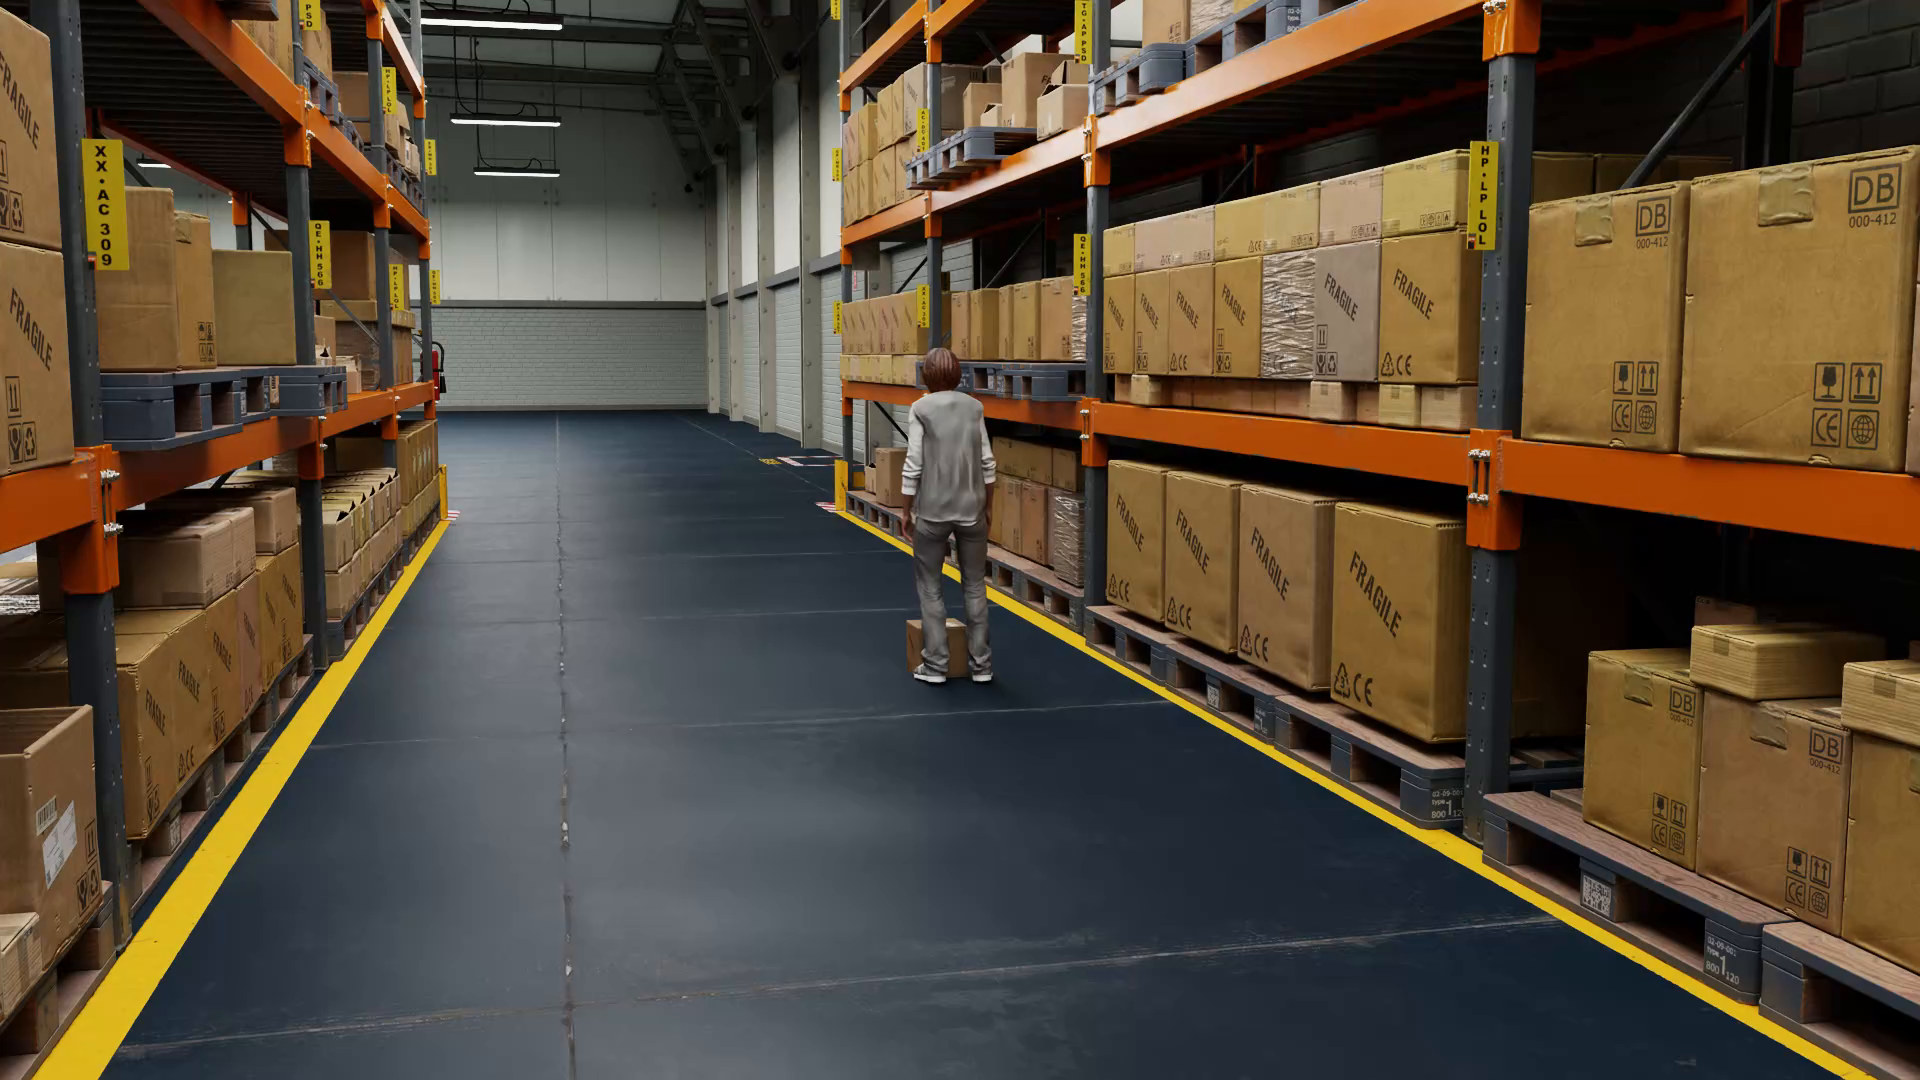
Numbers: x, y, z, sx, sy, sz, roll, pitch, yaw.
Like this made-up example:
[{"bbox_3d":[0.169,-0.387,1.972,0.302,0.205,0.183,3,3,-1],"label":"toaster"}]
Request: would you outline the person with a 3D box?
[{"bbox_3d":[-0.054,-0.111,7.881,0.481,1.591,0.378,-2,7,-17],"label":"person"}]
